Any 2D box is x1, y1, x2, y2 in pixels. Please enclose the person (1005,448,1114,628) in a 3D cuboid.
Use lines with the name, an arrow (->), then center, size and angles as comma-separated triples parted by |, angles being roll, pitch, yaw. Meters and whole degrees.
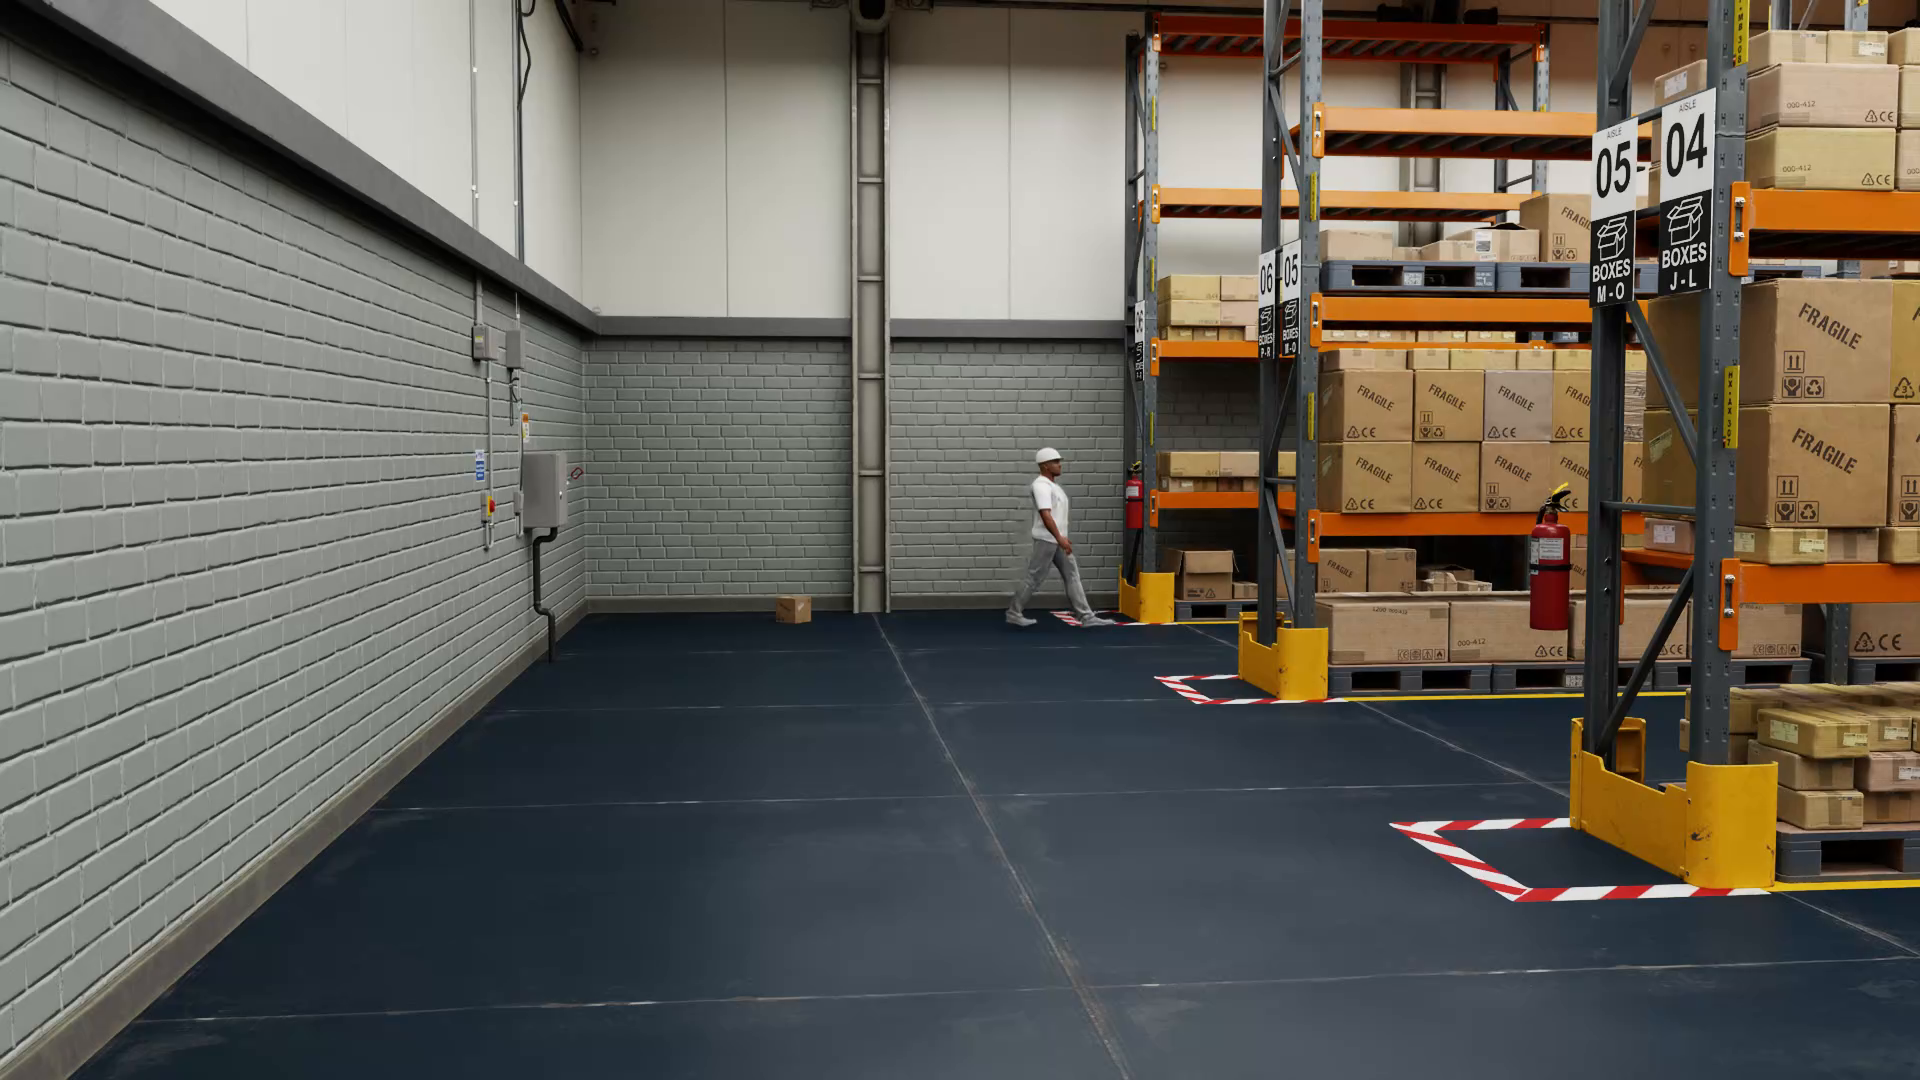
person -> 0.929, -0.013, 15.762 | 1.021, 1.713, 0.606 | 1, 4, 18
